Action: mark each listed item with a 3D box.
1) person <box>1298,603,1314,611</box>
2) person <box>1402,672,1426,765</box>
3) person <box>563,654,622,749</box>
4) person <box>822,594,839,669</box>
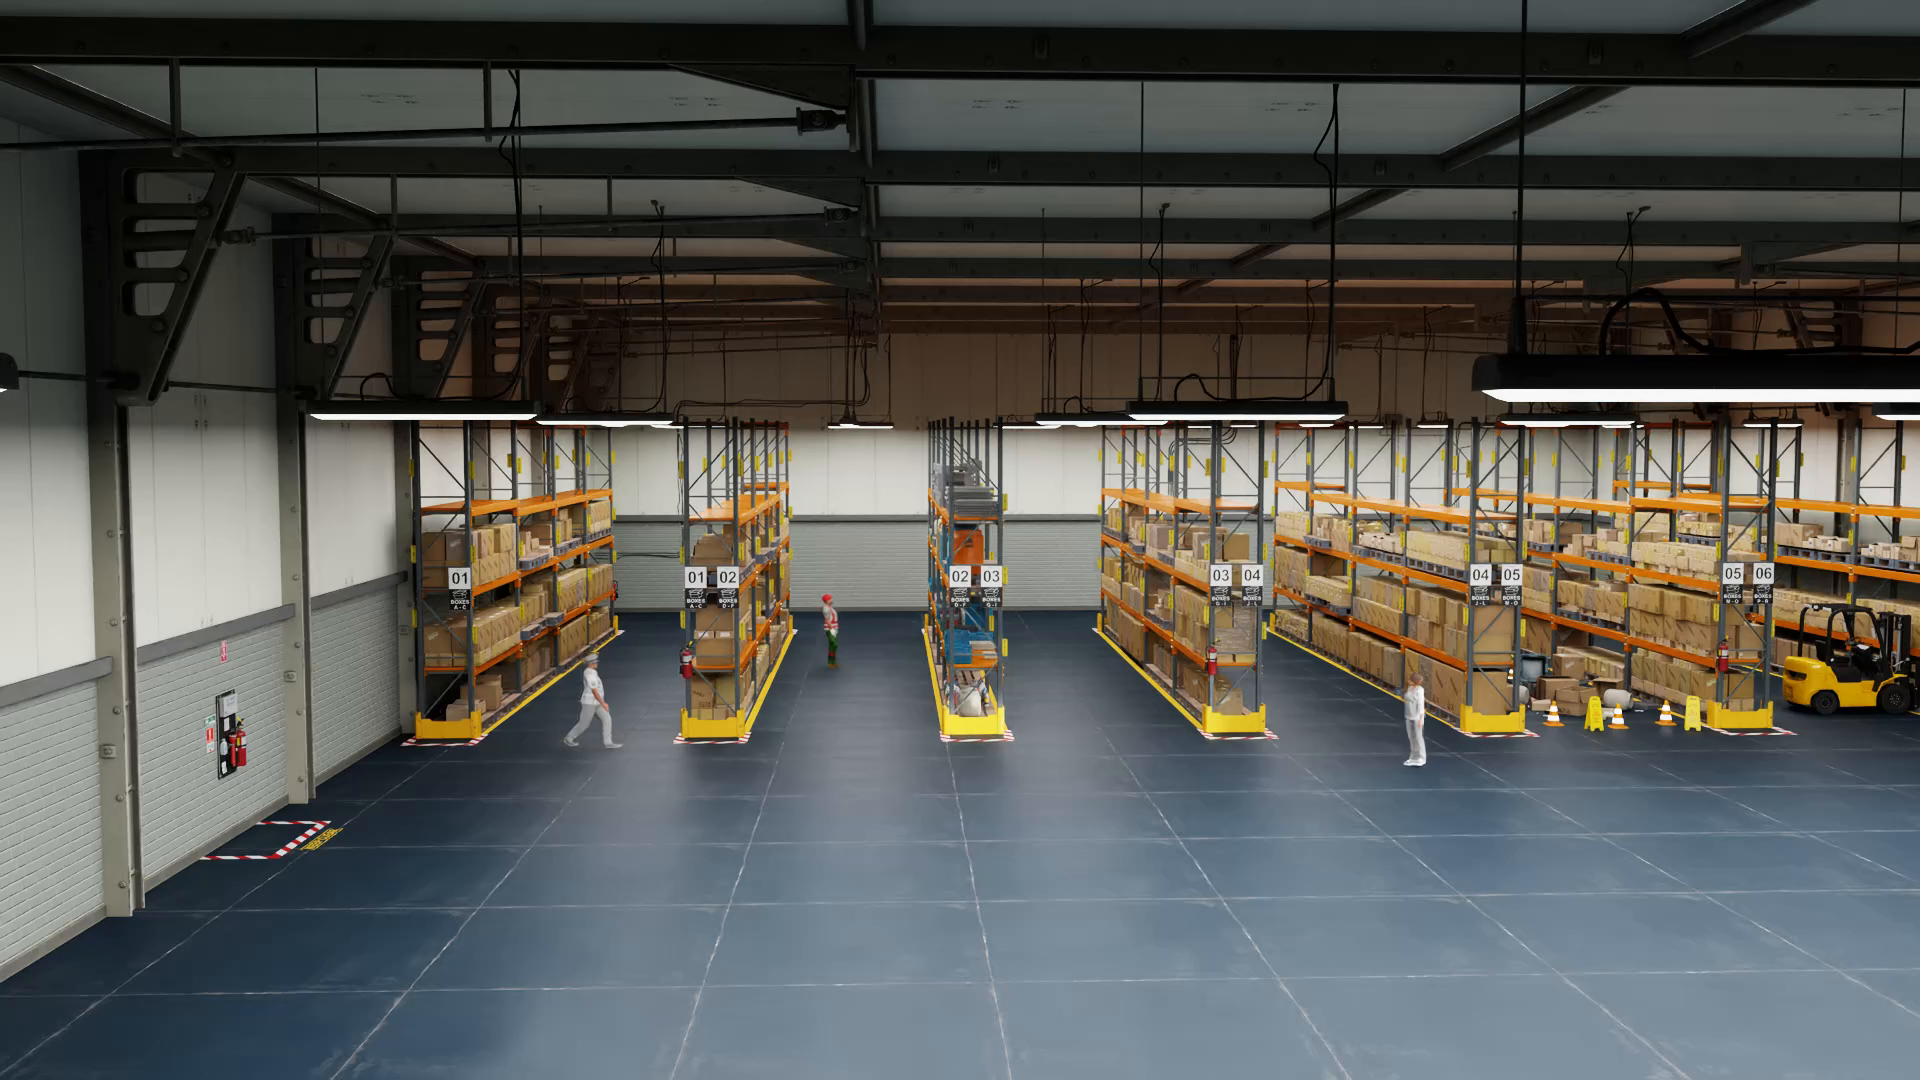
[{"bbox_3d":[10.137,1.679,48.878,1.020,1.668,0.635,1,4,16],"label":"person"},{"bbox_3d":[7.810,3.071,28.476,0.392,1.622,0.515,-2,4,-25],"label":"person"},{"bbox_3d":[-6.619,2.912,29.899,1.032,1.718,0.502,1,4,15],"label":"person"},{"bbox_3d":[-3.115,2.223,40.416,0.475,1.832,0.584,1,4,21],"label":"person"}]
